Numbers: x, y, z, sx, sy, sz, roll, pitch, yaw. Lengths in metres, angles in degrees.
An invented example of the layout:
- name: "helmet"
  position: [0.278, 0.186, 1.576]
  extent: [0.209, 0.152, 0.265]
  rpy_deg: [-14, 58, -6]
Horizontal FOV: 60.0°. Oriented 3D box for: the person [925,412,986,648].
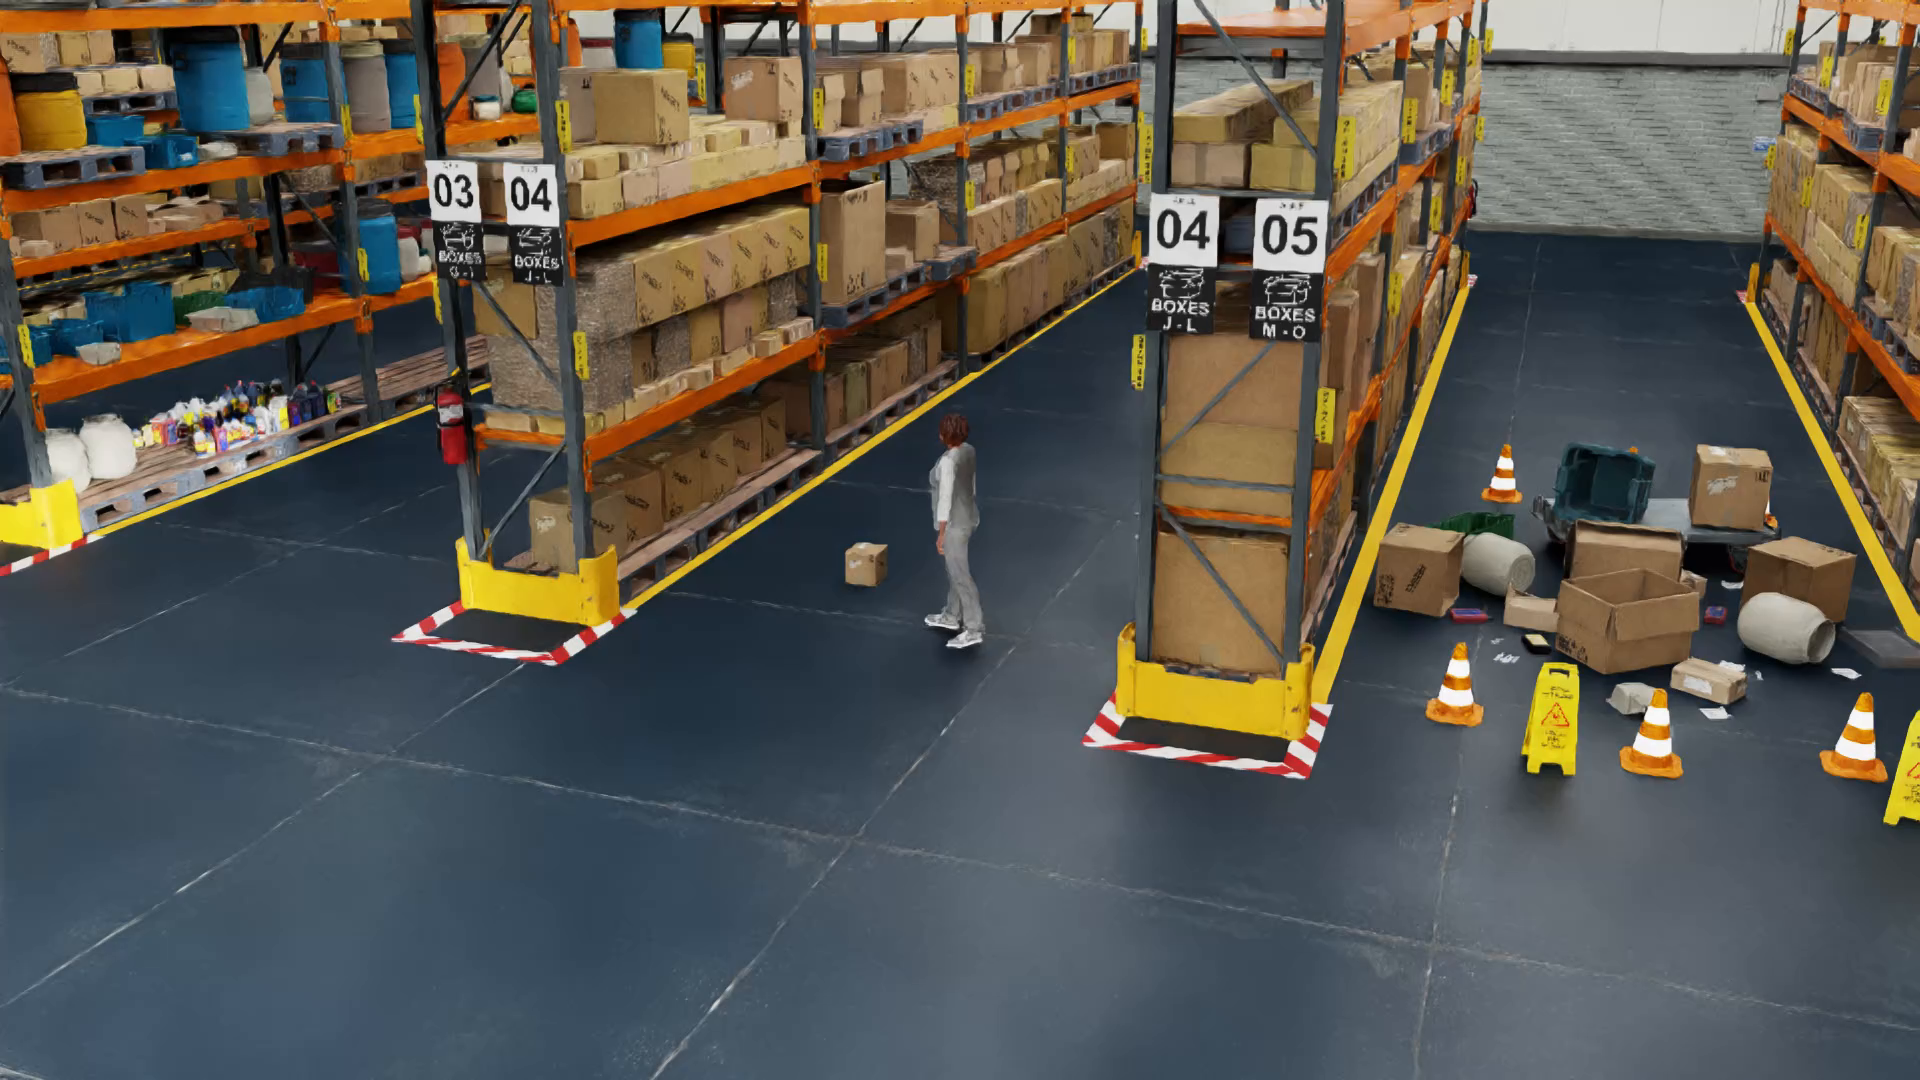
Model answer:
- name: "person"
  position: [-0.038, -0.105, 11.336]
  extent: [0.533, 1.587, 0.594]
  rpy_deg: [8, 20, 21]
